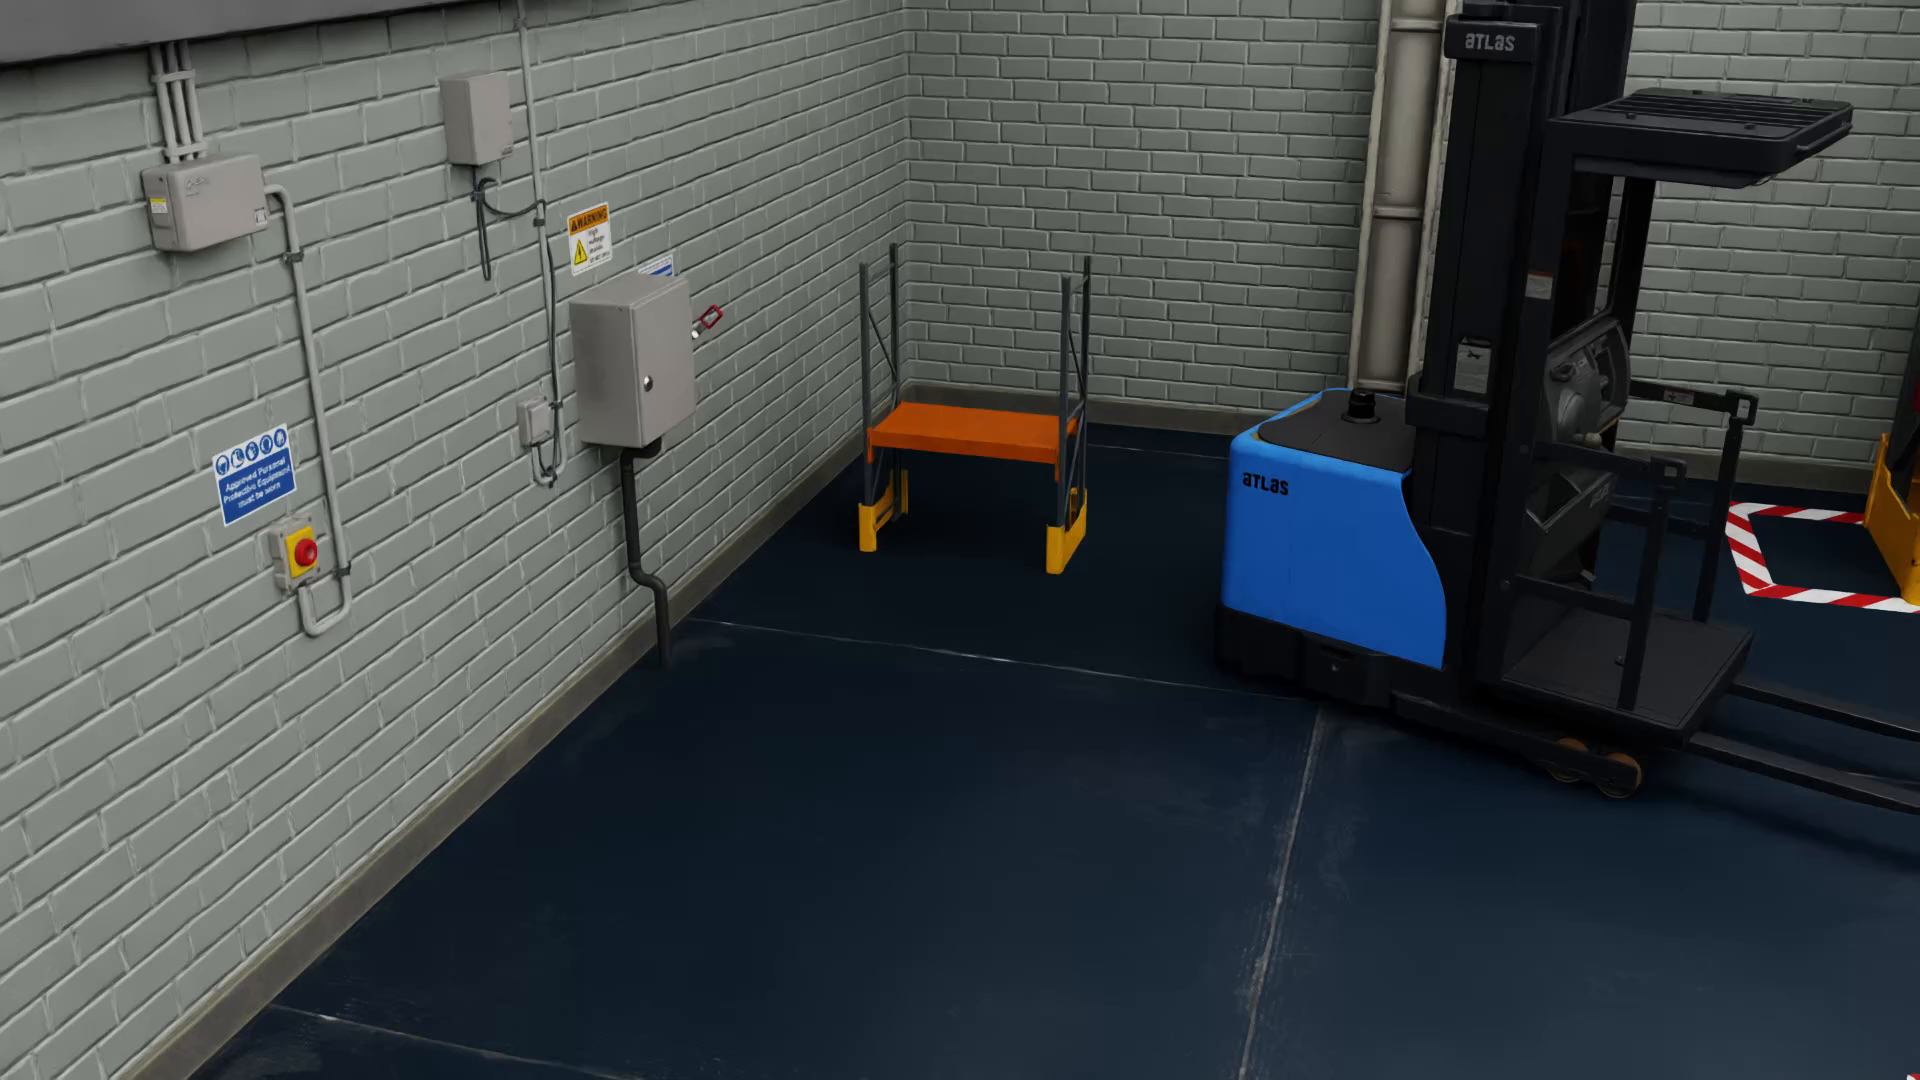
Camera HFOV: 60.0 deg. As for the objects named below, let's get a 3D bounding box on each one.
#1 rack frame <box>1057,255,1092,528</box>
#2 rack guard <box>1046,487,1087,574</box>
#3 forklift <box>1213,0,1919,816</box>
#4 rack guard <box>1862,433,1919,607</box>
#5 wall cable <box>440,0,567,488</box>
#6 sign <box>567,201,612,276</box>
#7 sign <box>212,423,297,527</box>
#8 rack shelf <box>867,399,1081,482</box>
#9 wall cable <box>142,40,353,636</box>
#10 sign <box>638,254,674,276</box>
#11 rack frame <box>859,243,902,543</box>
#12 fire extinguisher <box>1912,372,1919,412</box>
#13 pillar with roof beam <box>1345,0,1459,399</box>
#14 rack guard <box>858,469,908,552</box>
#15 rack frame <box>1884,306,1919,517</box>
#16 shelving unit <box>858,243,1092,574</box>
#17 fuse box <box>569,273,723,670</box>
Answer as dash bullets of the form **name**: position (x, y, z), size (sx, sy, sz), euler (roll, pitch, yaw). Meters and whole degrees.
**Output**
- **rack frame**: position (0.568, -0.629, 8.327), size (0.032, 1.500, 0.500), euler (7, 23, 16)
- **rack guard**: position (0.550, -0.053, 8.569), size (0.087, 0.250, 0.587), euler (7, 23, 16)
- **forklift**: position (2.602, -0.597, 6.364), size (3.031, 2.935, 1.130), euler (16, 27, 34)
- **rack guard**: position (4.889, -0.111, 8.382), size (0.348, 0.500, 1.175), euler (7, 23, 16)
- **wall cable**: position (-1.620, -1.068, 6.084), size (0.122, 1.984, 0.588), euler (7, 23, 16)
- **sign**: position (-1.487, -1.214, 6.688), size (0.001, 0.242, 0.339), euler (7, 23, 16)
- **sign**: position (-2.091, -0.196, 4.939), size (0.001, 0.218, 0.327), euler (7, 23, 16)
- **rack shelf**: position (0.082, -0.518, 8.531), size (1.000, 0.185, 0.538), euler (7, 23, 16)
- **wall cable**: position (-2.019, -0.566, 4.818), size (0.123, 1.953, 0.585), euler (7, 23, 16)
- **sign**: position (-1.328, -0.987, 7.350), size (0.001, 0.494, 0.329), euler (7, 23, 16)
- **rack frame**: position (-0.405, -0.740, 8.598), size (0.032, 1.500, 0.500), euler (7, 23, 16)
- **fire extinguisher**: position (4.542, -0.916, 7.644), size (0.183, 0.674, 0.296), euler (7, 23, 16)
- **pillar with roof beam**: position (1.252, -3.111, 4.496), size (0.400, 9.000, 9.100), euler (7, 23, 16)
- **rack guard**: position (-0.404, -0.162, 8.835), size (0.087, 0.250, 0.587), euler (7, 23, 16)
- **rack frame**: position (4.817, -1.276, 7.928), size (0.127, 3.000, 1.000), euler (7, 23, 16)
- **shelving unit**: position (0.073, -0.686, 8.465), size (1.083, 1.500, 0.587), euler (7, 23, 16)
- **fuse box**: position (-1.272, -0.233, 7.083), size (0.414, 1.711, 0.539), euler (7, 23, 16)
